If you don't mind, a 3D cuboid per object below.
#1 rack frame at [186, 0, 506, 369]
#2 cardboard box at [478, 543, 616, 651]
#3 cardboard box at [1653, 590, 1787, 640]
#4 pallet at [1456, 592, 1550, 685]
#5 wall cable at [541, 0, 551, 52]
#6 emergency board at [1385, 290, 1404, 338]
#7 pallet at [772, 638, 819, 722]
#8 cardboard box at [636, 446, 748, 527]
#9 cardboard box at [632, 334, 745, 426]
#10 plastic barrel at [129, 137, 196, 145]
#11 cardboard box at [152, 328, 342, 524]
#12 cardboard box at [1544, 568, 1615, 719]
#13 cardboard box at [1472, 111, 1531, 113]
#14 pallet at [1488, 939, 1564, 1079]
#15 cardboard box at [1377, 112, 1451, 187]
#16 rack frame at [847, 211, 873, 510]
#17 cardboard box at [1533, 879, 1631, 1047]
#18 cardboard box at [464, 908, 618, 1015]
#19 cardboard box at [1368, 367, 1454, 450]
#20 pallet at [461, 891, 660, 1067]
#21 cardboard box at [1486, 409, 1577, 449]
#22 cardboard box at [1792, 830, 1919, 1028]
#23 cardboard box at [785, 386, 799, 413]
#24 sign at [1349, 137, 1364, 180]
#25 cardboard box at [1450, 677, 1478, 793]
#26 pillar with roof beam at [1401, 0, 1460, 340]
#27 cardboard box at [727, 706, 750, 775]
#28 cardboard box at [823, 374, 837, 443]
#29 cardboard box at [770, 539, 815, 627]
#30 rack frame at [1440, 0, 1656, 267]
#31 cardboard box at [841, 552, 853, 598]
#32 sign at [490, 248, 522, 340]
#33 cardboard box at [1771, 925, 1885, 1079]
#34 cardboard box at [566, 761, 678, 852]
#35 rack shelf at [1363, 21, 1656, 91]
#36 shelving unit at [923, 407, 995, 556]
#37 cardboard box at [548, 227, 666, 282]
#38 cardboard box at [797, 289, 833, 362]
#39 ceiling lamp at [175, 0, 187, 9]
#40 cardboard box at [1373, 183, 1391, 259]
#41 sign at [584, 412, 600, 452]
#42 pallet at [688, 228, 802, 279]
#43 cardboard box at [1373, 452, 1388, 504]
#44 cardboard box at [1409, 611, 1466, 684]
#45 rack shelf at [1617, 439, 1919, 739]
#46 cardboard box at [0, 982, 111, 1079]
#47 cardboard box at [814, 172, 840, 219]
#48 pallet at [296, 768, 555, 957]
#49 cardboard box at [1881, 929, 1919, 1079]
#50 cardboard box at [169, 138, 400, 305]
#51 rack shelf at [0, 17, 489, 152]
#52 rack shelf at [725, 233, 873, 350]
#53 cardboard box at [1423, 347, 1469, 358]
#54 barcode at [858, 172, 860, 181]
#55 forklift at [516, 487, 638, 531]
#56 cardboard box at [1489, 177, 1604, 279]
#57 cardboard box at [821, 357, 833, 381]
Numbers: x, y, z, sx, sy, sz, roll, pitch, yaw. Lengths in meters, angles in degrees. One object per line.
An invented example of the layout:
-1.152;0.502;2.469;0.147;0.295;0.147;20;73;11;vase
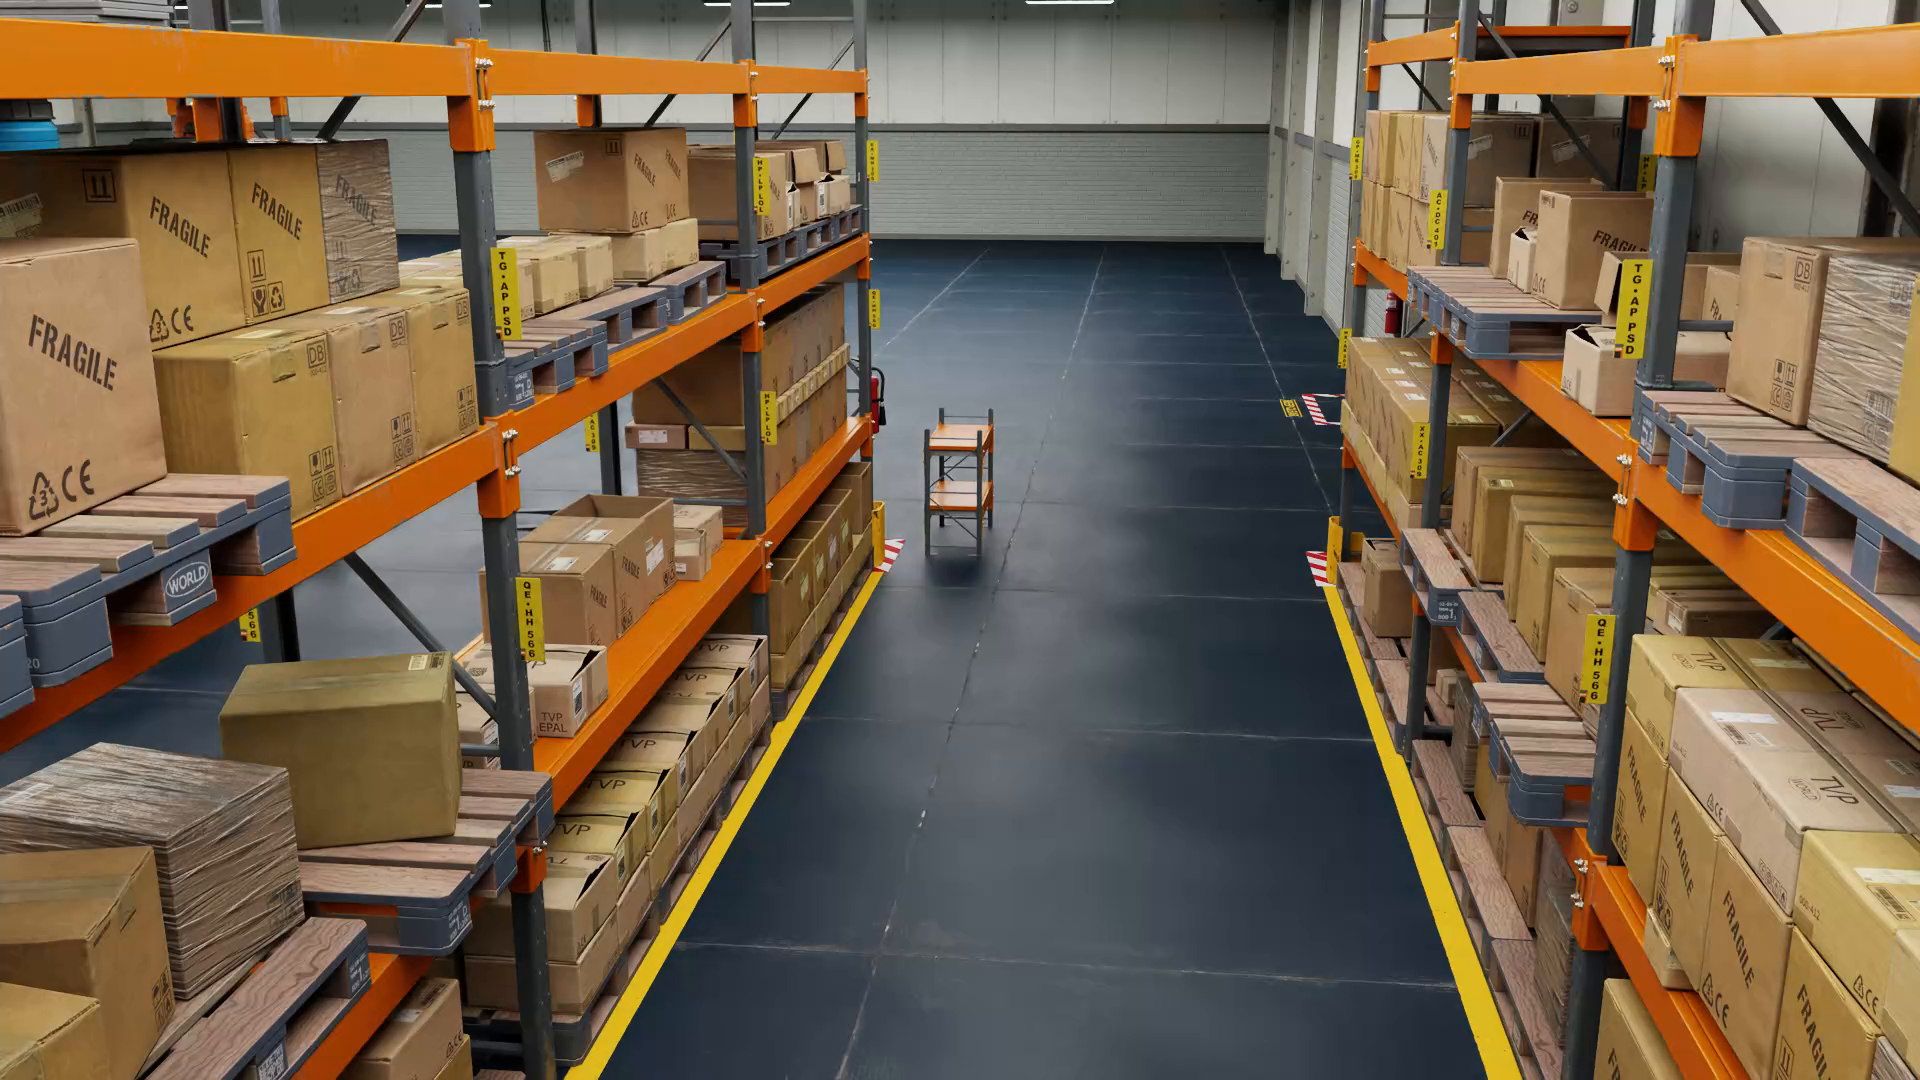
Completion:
-2.155;-2.089;5.649;1.000;3.000;0.127;2;15;6;rack frame
-1.982;0.323;8.030;0.500;0.500;0.500;1;15;3;cardboard box
2.777;0.288;6.075;0.380;0.149;0.250;0;15;-1;cardboard box
2.950;0.530;7.824;1.003;0.211;1.213;2;15;6;pallet
-12.385;-14.604;45.415;2.305;6.003;0.169;2;15;6;wall cable
5.445;-3.112;20.925;0.194;1.169;0.643;2;15;6;emergency board
-1.572;0.910;11.391;1.003;0.211;1.213;2;15;6;pallet
-1.660;-0.394;10.682;0.700;0.500;0.500;1;15;5;cardboard box
-1.660;-1.020;10.512;0.700;0.500;0.500;2;15;7;cardboard box
-6.176;-2.857;13.070;0.600;0.588;0.600;0;15;0;plastic barrel
-2.287;-0.308;4.617;0.910;0.500;0.500;2;15;6;cardboard box
2.847;0.423;6.816;0.700;0.500;0.500;0;15;1;cardboard box
3.831;-2.850;12.065;0.500;0.500;0.500;3;15;10;cardboard box
2.857;2.095;7.009;1.003;0.211;1.213;2;15;6;pallet
3.232;-2.757;11.720;0.500;0.500;0.500;2;15;8;cardboard box
-1.252;-1.268;14.105;1.000;3.000;0.127;2;15;6;rack frame
2.797;1.758;6.861;0.700;0.500;0.500;2;15;7;cardboard box
-1.804;1.804;7.206;0.500;0.250;0.500;2;15;6;cardboard box
3.141;-0.911;11.599;0.500;0.500;0.500;2;15;8;cardboard box
-2.023;1.941;7.581;1.003;0.211;1.213;2;15;6;pallet
3.480;-0.501;10.079;0.500;0.500;0.500;1;15;5;cardboard box
2.297;0.900;3.850;0.500;0.250;0.500;1;15;5;cardboard box
-1.339;-0.990;11.644;0.380;0.149;0.250;1;15;5;cardboard box
3.131;-3.009;13.122;0.100;0.325;0.005;2;15;6;sign
3.153;1.100;9.293;0.700;0.500;0.500;2;15;8;cardboard box
0.850;-5.495;18.244;9.100;9.000;0.400;2;15;6;pillar with roof beam
-1.521;1.141;9.658;0.500;0.250;0.500;1;15;5;cardboard box
-1.372;-1.059;13.141;0.700;0.500;0.500;2;15;8;cardboard box
-1.291;0.291;11.366;0.500;0.500;0.500;2;15;6;cardboard box
3.219;-2.982;8.949;1.000;3.000;0.127;2;15;6;rack frame
-1.118;0.264;12.902;0.500;0.250;0.500;2;15;6;cardboard box
-1.616;-0.874;5.912;0.100;0.325;0.005;2;15;6;sign
2.282;1.268;3.926;0.500;0.500;0.500;2;15;8;cardboard box
-1.693;1.265;8.127;0.500;0.311;0.500;1;15;5;cardboard box
3.445;-3.152;10.962;1.077;0.370;4.000;2;15;6;rack shelf
-0.001;-0.541;15.009;0.538;1.125;1.048;2;15;6;shelving unit
-1.842;-1.507;8.725;0.500;0.250;0.500;0;15;1;cardboard box
-1.377;-1.672;12.920;0.700;0.500;0.500;1;15;5;cardboard box
-19.180;-14.196;39.241;2.000;3.185;0.800;2;15;6;ceiling lamp
3.234;-2.277;11.859;0.500;0.500;0.500;2;15;9;cardboard box
-2.255;-0.703;10.204;0.100;0.325;0.005;2;15;6;sign
-1.633;-1.858;10.709;1.003;0.211;1.213;2;15;6;pallet
3.077;-0.415;11.198;0.500;0.250;0.500;2;15;6;cardboard box
3.296;0.638;11.001;0.500;0.500;0.500;1;15;2;cardboard box
2.542;0.370;3.680;1.077;0.370;4.000;2;15;6;rack shelf
-2.316;1.297;3.624;0.700;0.500;0.500;4;16;15;cardboard box
-1.183;-2.493;11.985;0.500;0.311;0.500;4;16;13;cardboard box
-2.162;1.077;5.799;1.213;0.211;1.003;2;15;6;pallet
2.240;1.032;3.361;0.500;0.250;0.500;2;15;7;cardboard box
-2.210;-1.059;5.479;0.500;0.500;0.500;2;15;6;cardboard box
-2.380;-1.030;3.876;1.077;0.370;4.000;2;15;6;rack shelf
-1.478;-1.850;11.889;1.077;0.370;4.000;2;15;6;rack shelf
3.762;-1.164;12.531;0.500;0.500;0.500;2;15;7;cardboard box
-0.807;-2.904;13.296;0.001;0.075;0.075;2;15;6;barcode
-2.560;-1.446;14.895;3.031;2.935;1.130;-2;15;-8;forklift
3.078;-1.645;8.757;0.500;0.500;0.500;4;16;14;cardboard box
-1.193;-1.325;12.882;0.380;0.149;0.250;2;15;7;cardboard box
